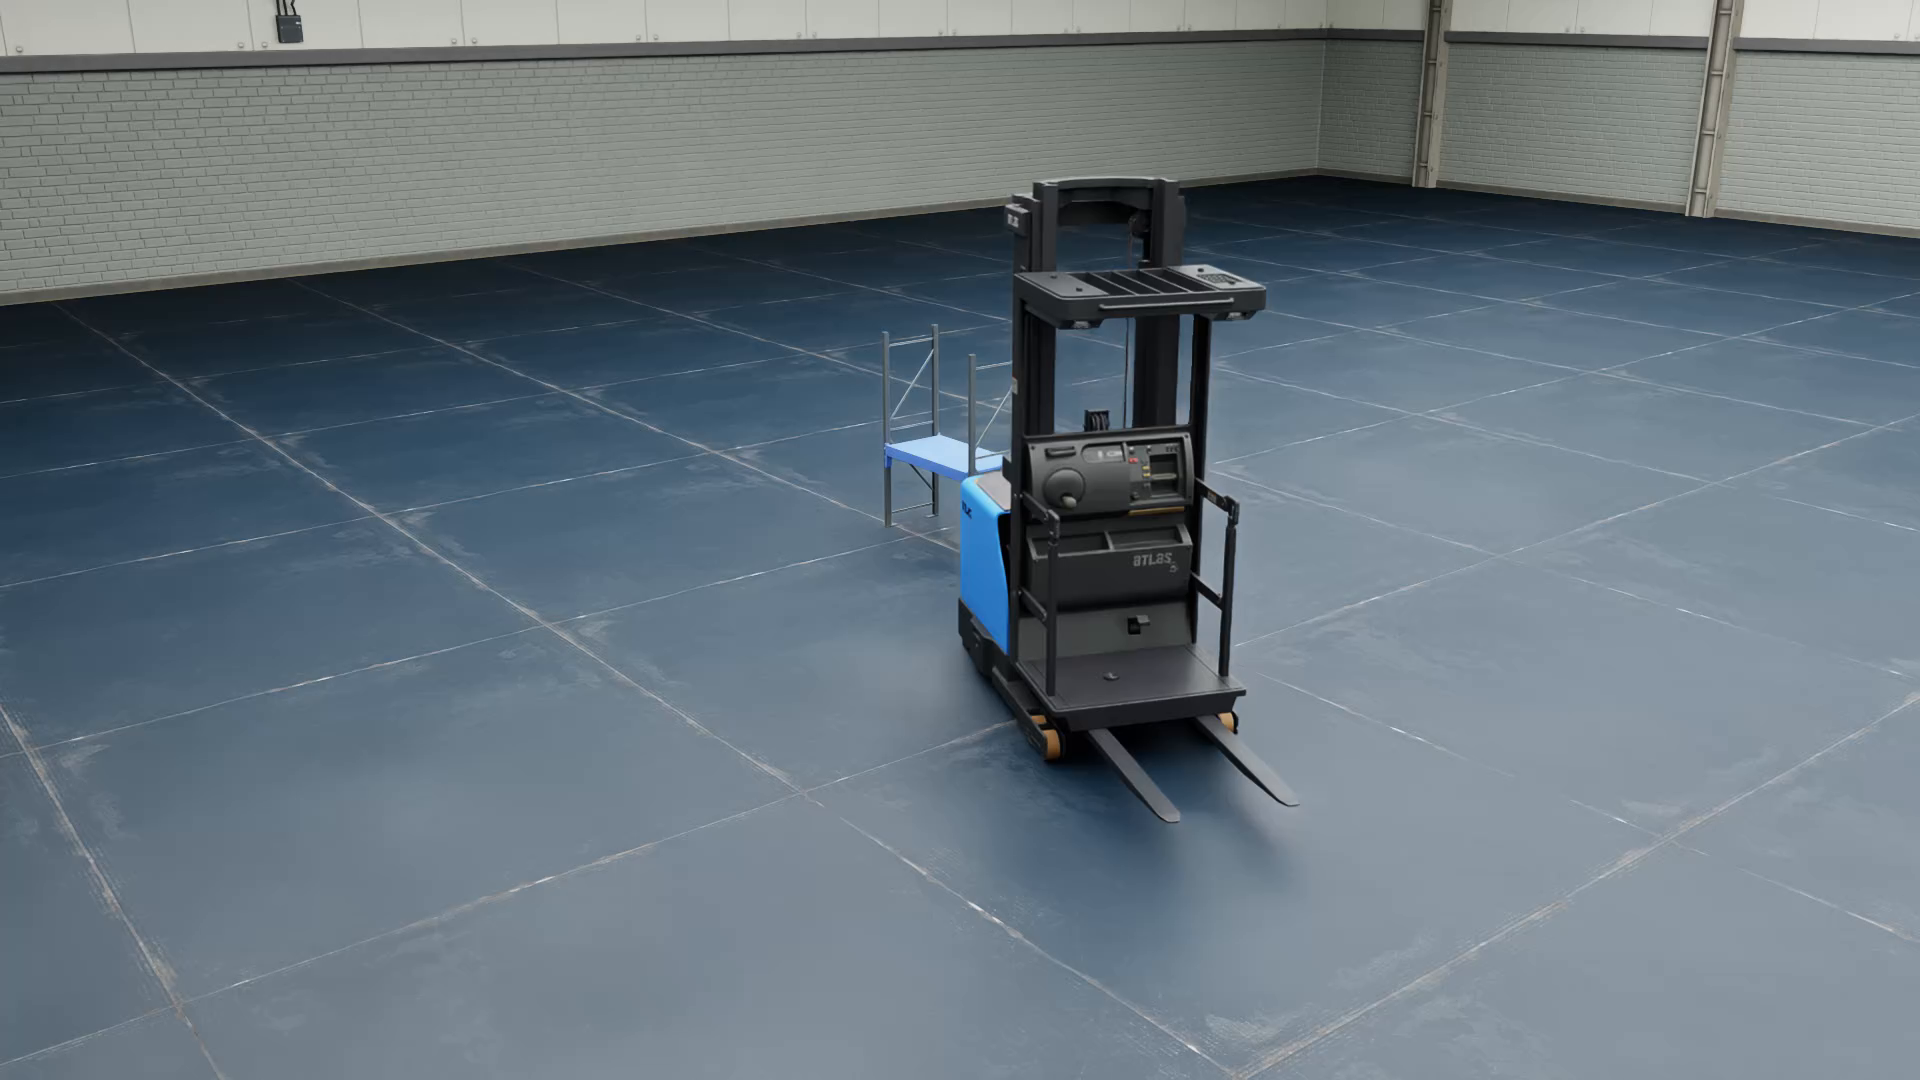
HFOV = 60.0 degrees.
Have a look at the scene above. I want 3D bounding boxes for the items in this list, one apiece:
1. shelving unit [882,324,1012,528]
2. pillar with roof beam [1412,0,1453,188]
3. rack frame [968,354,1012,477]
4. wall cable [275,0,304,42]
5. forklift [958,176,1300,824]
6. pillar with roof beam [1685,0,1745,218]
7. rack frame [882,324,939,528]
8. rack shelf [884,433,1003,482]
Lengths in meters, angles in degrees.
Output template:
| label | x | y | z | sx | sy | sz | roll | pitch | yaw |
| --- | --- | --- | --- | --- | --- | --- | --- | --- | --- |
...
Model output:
| label | x | y | z | sx | sy | sz | roll | pitch | yaw |
| --- | --- | --- | --- | --- | --- | --- | --- | --- | --- |
| shelving unit | -0.053 | -0.733 | 12.190 | 0.538 | 1.500 | 1.048 | -14 | 23 | -36 |
| pillar with roof beam | 6.250 | -10.755 | 30.527 | 9.100 | 9.000 | 0.400 | -14 | 23 | -36 |
| rack frame | 0.263 | -0.608 | 11.812 | 0.500 | 1.500 | 0.032 | -14 | 23 | -36 |
| wall cable | -8.409 | -9.895 | 22.518 | 2.305 | 6.003 | 0.169 | -14 | 23 | -36 |
| forklift | 0.879 | -0.357 | 8.778 | 1.130 | 2.935 | 3.031 | -5 | 19 | -15 |
| pillar with roof beam | 9.975 | -9.276 | 26.062 | 9.100 | 9.000 | 0.400 | -14 | 23 | -36 |
| rack frame | -0.369 | -0.858 | 12.568 | 0.500 | 1.500 | 0.032 | -14 | 23 | -36 |
| rack shelf | -0.053 | -0.562 | 12.247 | 0.538 | 0.185 | 1.000 | -14 | 23 | -36 |
